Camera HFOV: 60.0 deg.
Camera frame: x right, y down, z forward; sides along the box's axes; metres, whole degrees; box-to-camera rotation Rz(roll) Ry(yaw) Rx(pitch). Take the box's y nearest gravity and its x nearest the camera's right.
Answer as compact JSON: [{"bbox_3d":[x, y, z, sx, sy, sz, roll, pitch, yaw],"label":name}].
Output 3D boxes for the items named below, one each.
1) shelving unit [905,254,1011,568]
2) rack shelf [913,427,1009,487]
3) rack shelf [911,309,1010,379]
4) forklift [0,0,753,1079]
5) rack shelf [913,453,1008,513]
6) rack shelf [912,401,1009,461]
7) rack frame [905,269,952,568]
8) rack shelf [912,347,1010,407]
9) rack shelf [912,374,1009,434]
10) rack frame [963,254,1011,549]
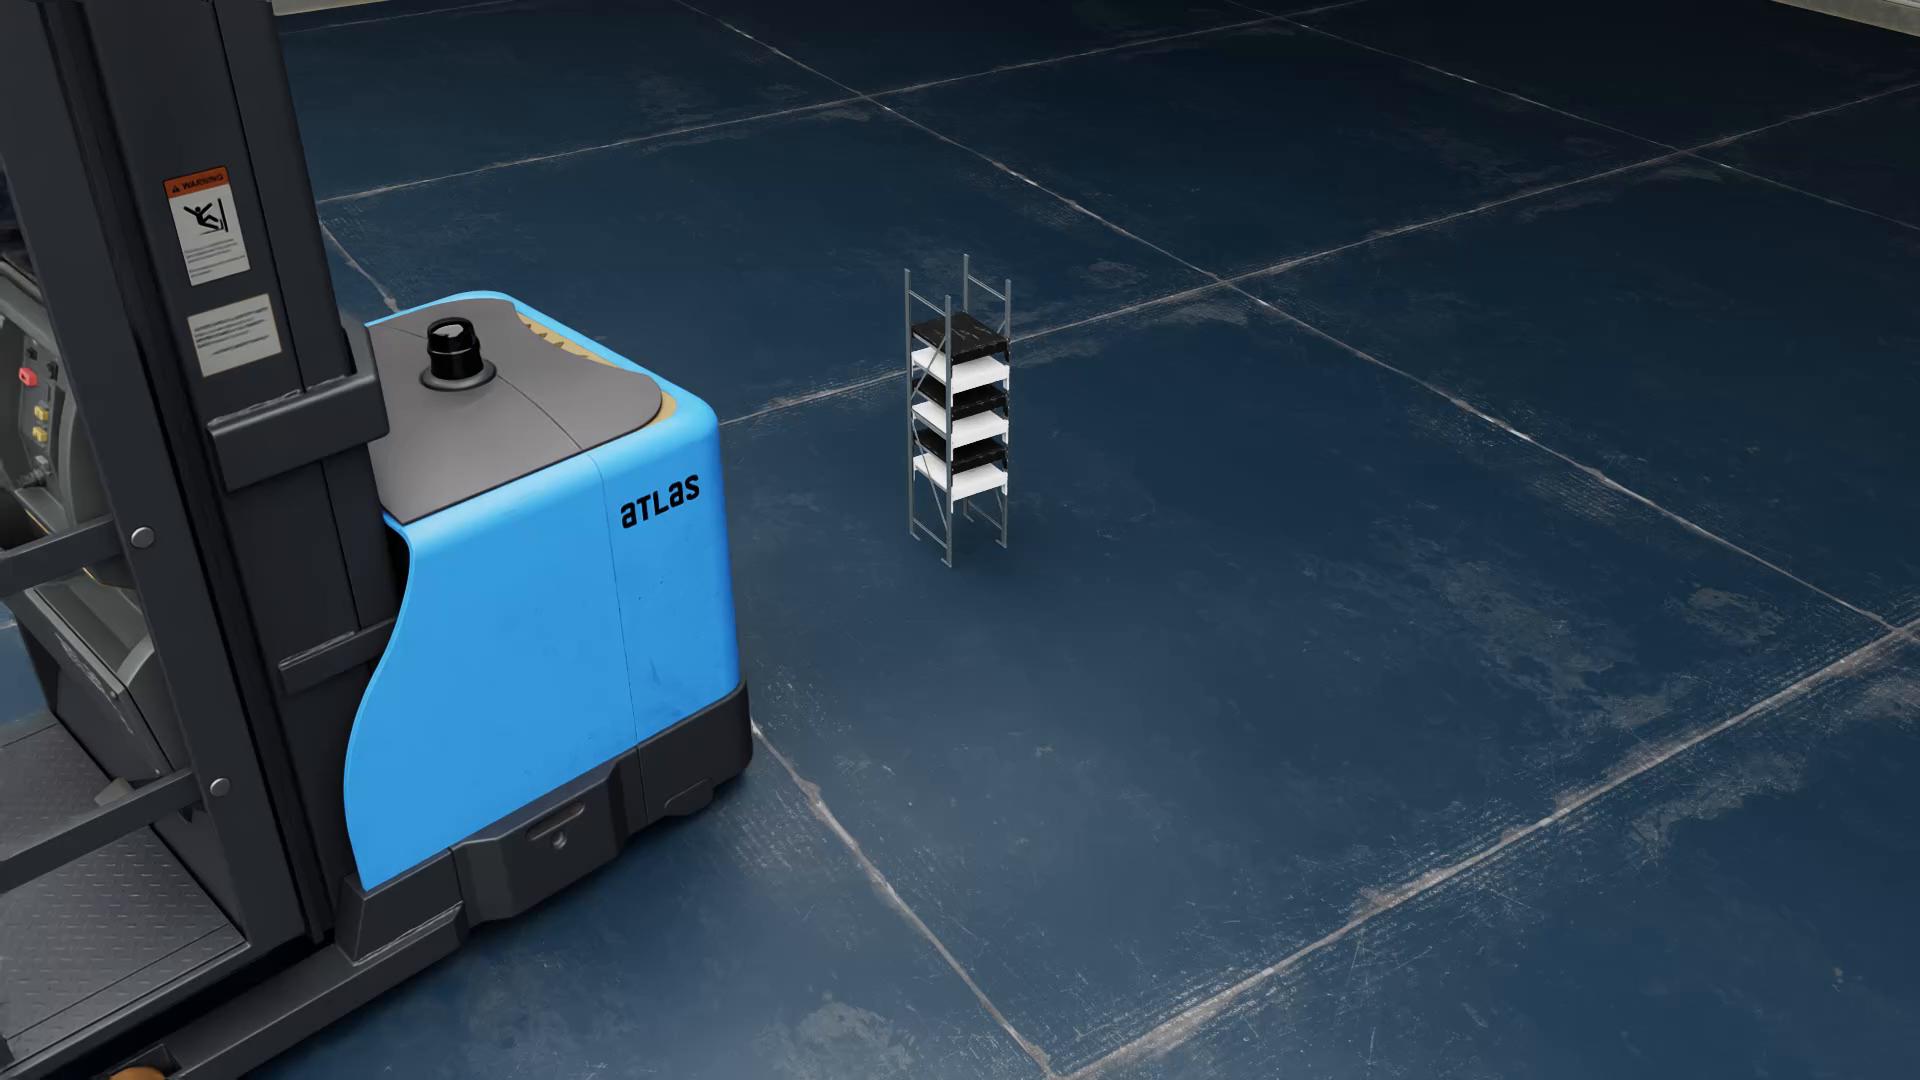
[{"bbox_3d":[-0.007,-0.378,5.006,0.210,0.900,0.258,-19,37,-27],"label":"shelving unit"},{"bbox_3d":[-0.007,-0.274,5.072,0.200,0.077,0.258,-19,37,-27],"label":"rack shelf"},{"bbox_3d":[-0.007,-0.578,4.880,0.200,0.077,0.258,-19,37,-27],"label":"rack shelf"},{"bbox_3d":[-1.930,-0.260,2.915,3.031,2.935,1.130,-28,42,-37],"label":"forklift"},{"bbox_3d":[-0.007,-0.198,5.120,0.200,0.077,0.258,-19,37,-27],"label":"rack shelf"},{"bbox_3d":[-0.007,-0.350,5.024,0.200,0.077,0.258,-19,37,-27],"label":"rack shelf"},{"bbox_3d":[-0.092,-0.349,4.960,0.006,0.900,0.240,-19,37,-27],"label":"rack frame"},{"bbox_3d":[-0.007,-0.502,4.928,0.200,0.077,0.258,-19,37,-27],"label":"rack shelf"},{"bbox_3d":[-0.007,-0.426,4.976,0.200,0.077,0.258,-19,37,-27],"label":"rack shelf"},{"bbox_3d":[0.079,-0.408,5.053,0.006,0.900,0.240,-19,37,-27],"label":"rack frame"}]
